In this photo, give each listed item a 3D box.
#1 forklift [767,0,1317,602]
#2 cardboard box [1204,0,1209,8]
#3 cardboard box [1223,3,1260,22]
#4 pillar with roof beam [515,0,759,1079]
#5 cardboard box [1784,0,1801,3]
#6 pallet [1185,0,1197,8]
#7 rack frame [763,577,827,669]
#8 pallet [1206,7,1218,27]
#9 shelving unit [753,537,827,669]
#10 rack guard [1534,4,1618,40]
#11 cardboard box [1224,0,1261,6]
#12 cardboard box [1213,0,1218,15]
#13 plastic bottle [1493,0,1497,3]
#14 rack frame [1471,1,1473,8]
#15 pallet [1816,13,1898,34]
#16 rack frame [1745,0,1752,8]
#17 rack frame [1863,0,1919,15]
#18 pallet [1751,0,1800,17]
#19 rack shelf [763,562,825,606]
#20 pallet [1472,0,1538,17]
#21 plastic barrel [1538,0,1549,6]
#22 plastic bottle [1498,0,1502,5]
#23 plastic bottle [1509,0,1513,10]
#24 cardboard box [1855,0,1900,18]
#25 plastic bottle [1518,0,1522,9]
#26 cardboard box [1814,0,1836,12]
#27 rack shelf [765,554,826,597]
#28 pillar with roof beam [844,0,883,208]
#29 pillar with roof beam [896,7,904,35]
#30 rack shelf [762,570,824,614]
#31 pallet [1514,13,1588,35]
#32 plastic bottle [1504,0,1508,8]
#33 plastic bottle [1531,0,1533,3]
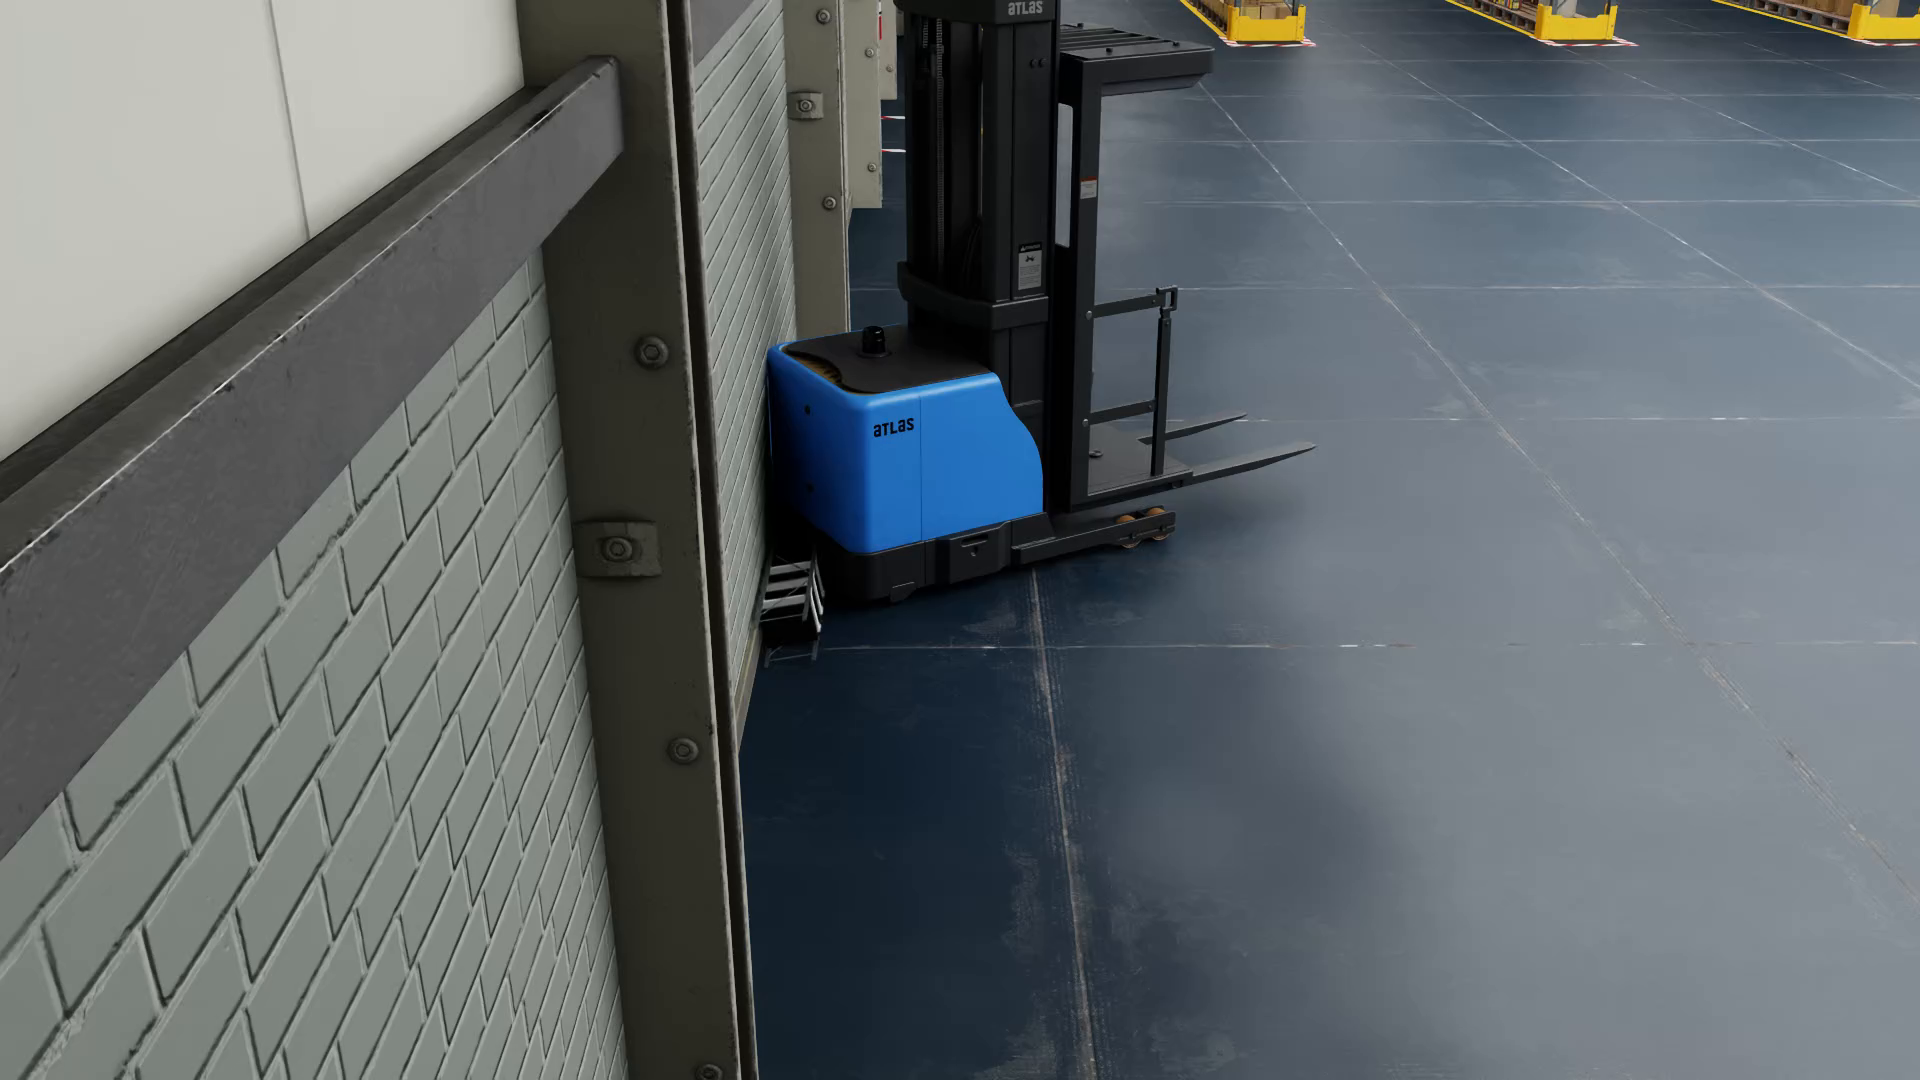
[{"bbox_3d":[0.543,-1.467,8.437,3.031,2.935,1.130,-14,28,-28],"label":"forklift"},{"bbox_3d":[4.455,-9.243,28.373,0.500,0.250,0.500,0,24,-1],"label":"cardboard box"},{"bbox_3d":[4.495,-8.418,26.551,0.500,0.250,0.500,0,24,-1],"label":"cardboard box"},{"bbox_3d":[3.537,-2.384,3.102,9.100,9.000,0.400,0,24,-1],"label":"pillar with roof beam"},{"bbox_3d":[14.636,-9.603,28.866,0.500,0.500,0.500,8,25,16],"label":"cardboard box"},{"bbox_3d":[4.705,-9.941,30.475,1.003,0.211,1.213,0,24,-1],"label":"pallet"},{"bbox_3d":[-0.771,0.371,7.867,0.240,0.006,0.900,-9,24,3],"label":"rack frame"},{"bbox_3d":[4.735,-8.806,27.965,1.003,0.211,1.213,0,24,-1],"label":"pallet"},{"bbox_3d":[-0.789,0.280,7.825,0.258,0.210,0.900,-9,24,3],"label":"shelving unit"},{"bbox_3d":[9.701,-8.173,26.215,1.175,0.500,0.348,0,24,-1],"label":"rack guard"},{"bbox_3d":[4.493,-8.760,26.396,0.500,0.500,0.500,0,24,-1],"label":"cardboard box"},{"bbox_3d":[4.470,-8.830,27.462,0.500,0.250,0.500,0,24,-1],"label":"cardboard box"},{"bbox_3d":[9.262,-9.412,28.682,0.061,0.283,0.133,1,24,2],"label":"plastic bottle"},{"bbox_3d":[9.705,-10.929,29.275,1.000,3.000,0.127,0,24,-1],"label":"rack frame"},{"bbox_3d":[14.727,-8.399,27.064,1.003,0.211,1.213,0,24,-1],"label":"pallet"},{"bbox_3d":[14.658,-10.952,29.324,1.000,3.000,0.127,0,24,-1],"label":"rack frame"},{"bbox_3d":[14.702,-9.303,25.680,1.000,3.000,0.127,0,24,-1],"label":"rack frame"},{"bbox_3d":[14.701,-9.404,29.287,1.003,0.211,1.213,0,24,-1],"label":"pallet"},{"bbox_3d":[-0.791,0.229,7.938,0.258,0.200,0.077,-9,24,3],"label":"rack shelf"},{"bbox_3d":[9.671,-9.382,29.237,1.003,0.211,1.213,0,24,-1],"label":"pallet"},{"bbox_3d":[9.660,-8.816,27.112,0.421,0.512,0.421,0,24,0],"label":"plastic barrel"},{"bbox_3d":[9.306,-9.335,28.431,0.144,0.351,0.185,0,24,-1],"label":"plastic bottle"},{"bbox_3d":[9.271,-9.047,27.875,0.061,0.283,0.133,0,24,1],"label":"plastic bottle"},{"bbox_3d":[14.712,-8.613,26.678,0.500,0.500,0.500,4,25,9],"label":"cardboard box"},{"bbox_3d":[9.422,-9.103,28.000,0.061,0.283,0.133,0,24,-1],"label":"plastic bottle"},{"bbox_3d":[14.683,-9.117,27.793,0.500,0.500,0.500,2,24,4],"label":"cardboard box"},{"bbox_3d":[-0.792,0.192,8.020,0.258,0.200,0.077,-9,24,3],"label":"rack shelf"},{"bbox_3d":[3.406,-7.329,14.035,9.100,9.000,0.400,0,24,-1],"label":"pillar with roof beam"},{"bbox_3d":[3.275,-12.274,24.968,9.100,9.000,0.400,0,24,-1],"label":"pillar with roof beam"},{"bbox_3d":[-0.789,0.266,7.856,0.258,0.200,0.077,-9,24,3],"label":"rack shelf"},{"bbox_3d":[9.698,-8.376,27.014,1.003,0.211,1.213,0,24,-1],"label":"pallet"},{"bbox_3d":[9.314,-9.156,28.127,0.152,0.276,0.135,-1,24,-2],"label":"plastic bottle"},{"bbox_3d":[9.904,-9.405,28.667,0.061,0.283,0.133,0,24,-1],"label":"plastic bottle"}]
